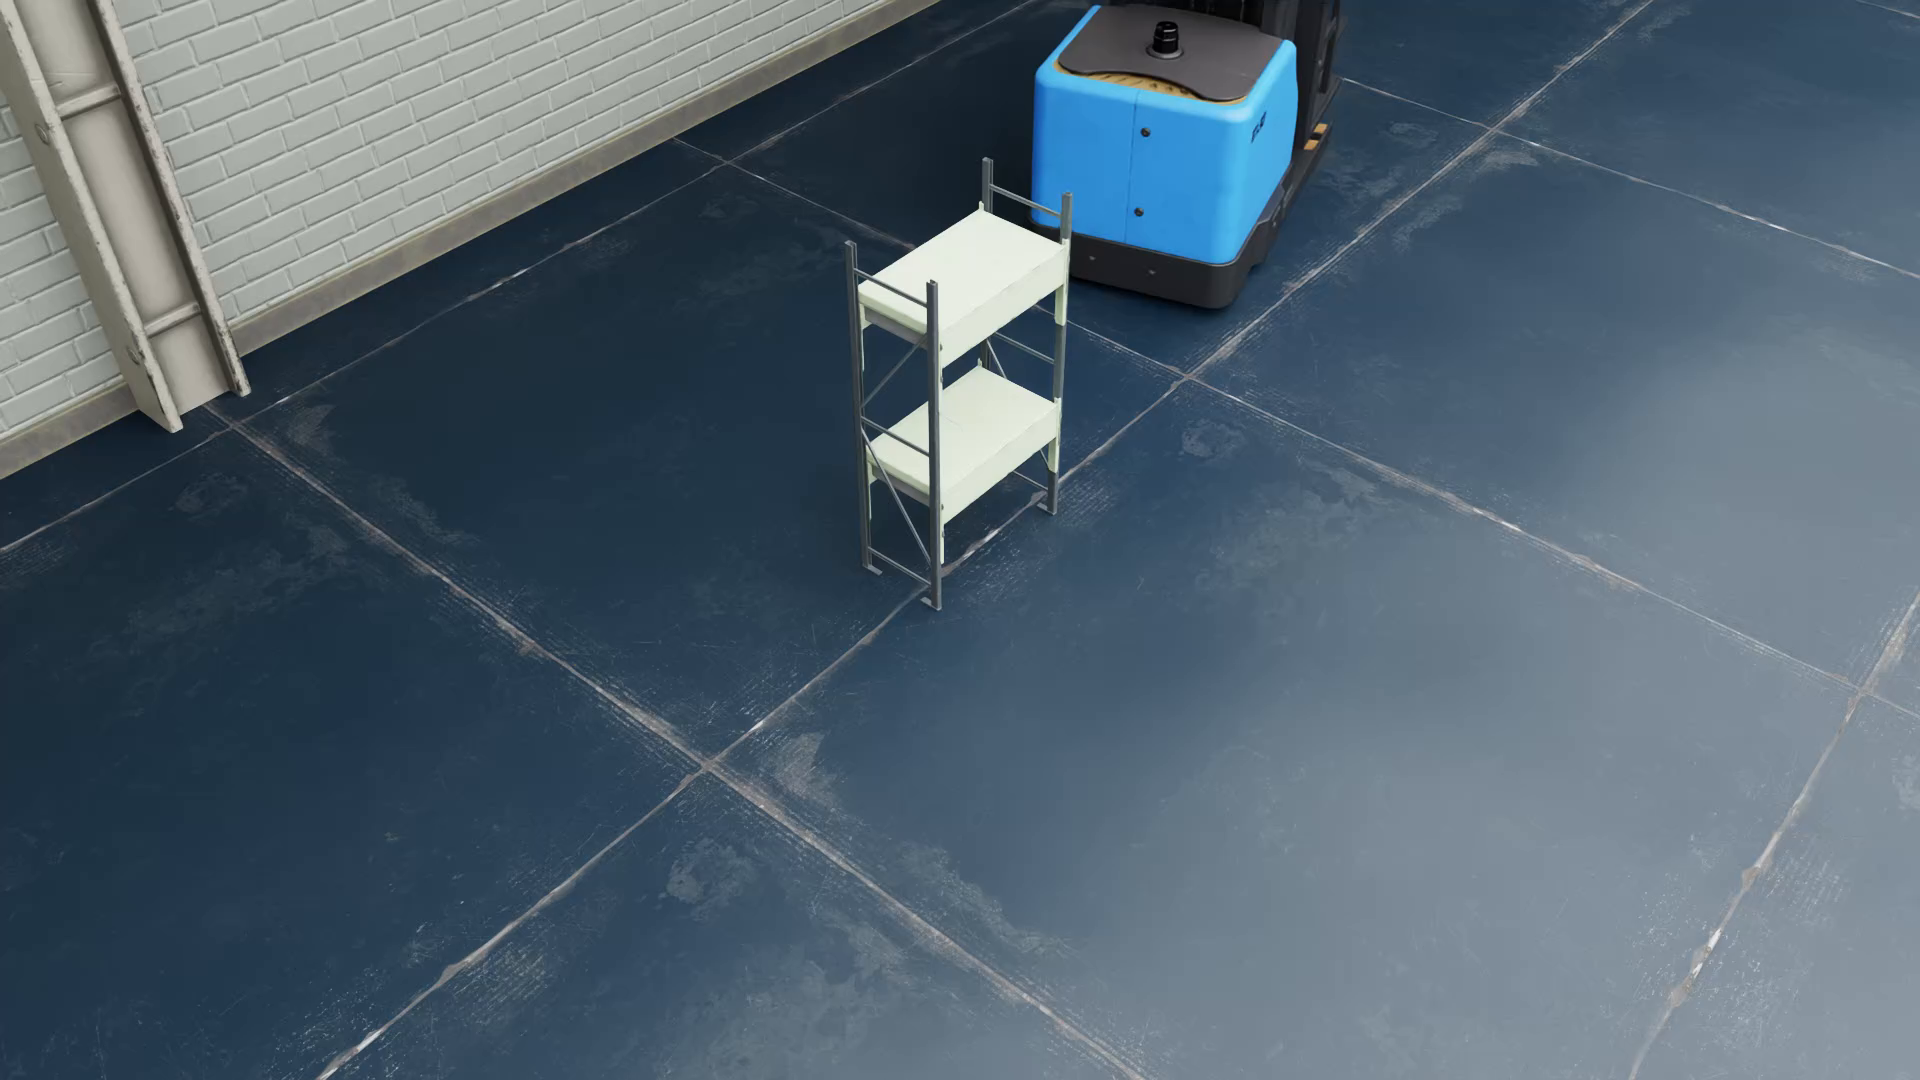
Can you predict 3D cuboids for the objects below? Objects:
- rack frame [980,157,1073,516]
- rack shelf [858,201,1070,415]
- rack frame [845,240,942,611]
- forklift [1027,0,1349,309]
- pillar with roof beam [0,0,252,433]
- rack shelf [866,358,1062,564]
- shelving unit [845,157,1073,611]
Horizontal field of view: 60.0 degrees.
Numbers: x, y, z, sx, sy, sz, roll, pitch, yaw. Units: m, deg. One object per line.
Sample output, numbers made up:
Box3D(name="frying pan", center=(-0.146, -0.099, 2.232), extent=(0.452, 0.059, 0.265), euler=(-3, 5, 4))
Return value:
Box3D(name="rack frame", center=(0.240, -0.747, 6.457), extent=(0.400, 1.500, 0.023), euler=(29, 50, 28))
Box3D(name="rack shelf", center=(0.004, -0.847, 5.987), extent=(0.431, 0.370, 0.720), euler=(29, 50, 28))
Box3D(name="rack frame", center=(-0.231, -0.370, 6.042), extent=(0.400, 1.500, 0.023), euler=(29, 50, 28))
Box3D(name="forklift", center=(1.378, -3.174, 8.062), extent=(1.130, 2.935, 3.031), euler=(16, 45, 17))
Box3D(name="pillar with roof beam", center=(-0.136, -2.099, 2.370), extent=(9.100, 9.000, 0.400), euler=(29, 50, 28))
Box3D(name="rack shelf", center=(0.004, -0.317, 6.469), extent=(0.431, 0.370, 0.720), euler=(29, 50, 28))
Box3D(name="shelving unit", center=(0.004, -0.558, 6.249), extent=(0.431, 1.500, 0.755), euler=(29, 50, 28))
